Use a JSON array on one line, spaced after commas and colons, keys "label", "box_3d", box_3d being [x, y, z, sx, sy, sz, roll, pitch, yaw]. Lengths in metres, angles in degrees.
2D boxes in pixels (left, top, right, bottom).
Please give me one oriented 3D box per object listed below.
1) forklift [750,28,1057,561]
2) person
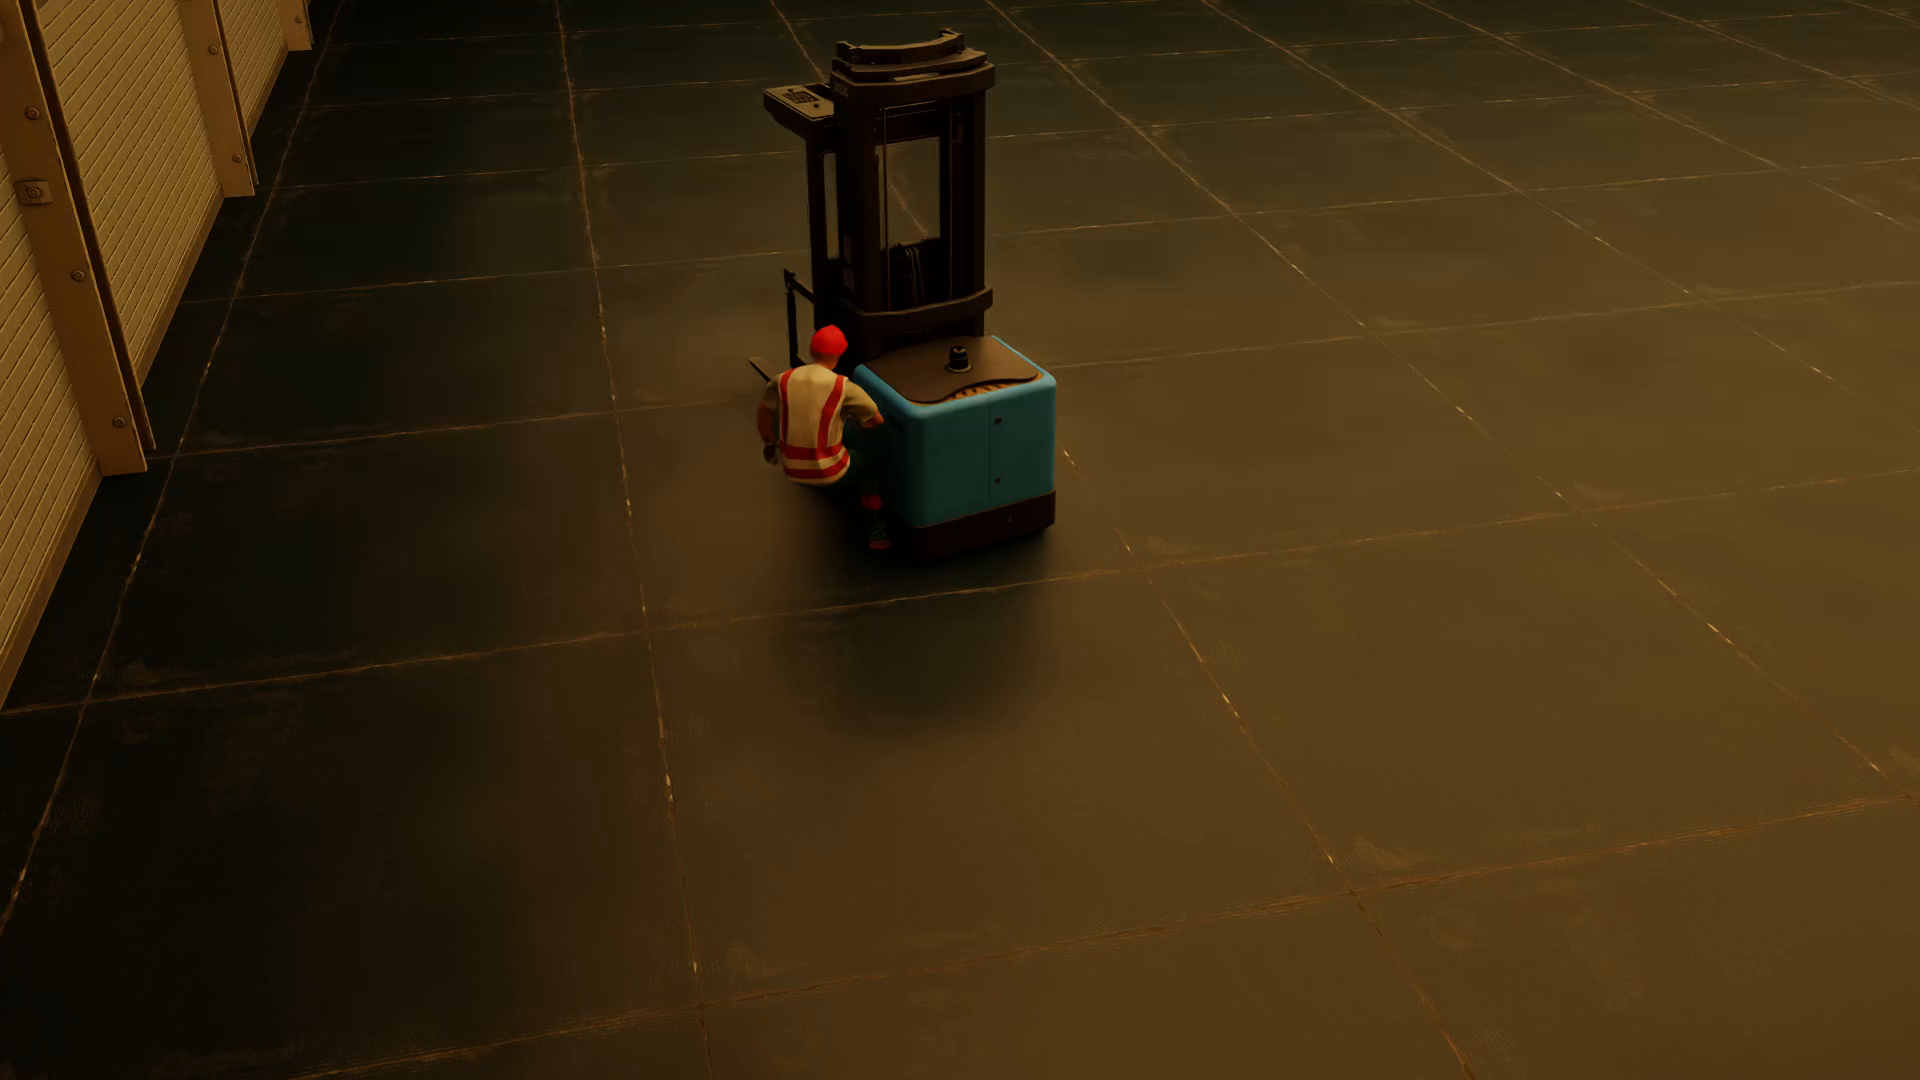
[{"label": "forklift", "box_3d": [-0.547, -1.848, 10.766, 1.130, 2.935, 3.031, -15, 33, -25]}, {"label": "person", "box_3d": [-0.756, -0.623, 10.148, 0.800, 1.547, 0.935, 9, 31, 15]}]
